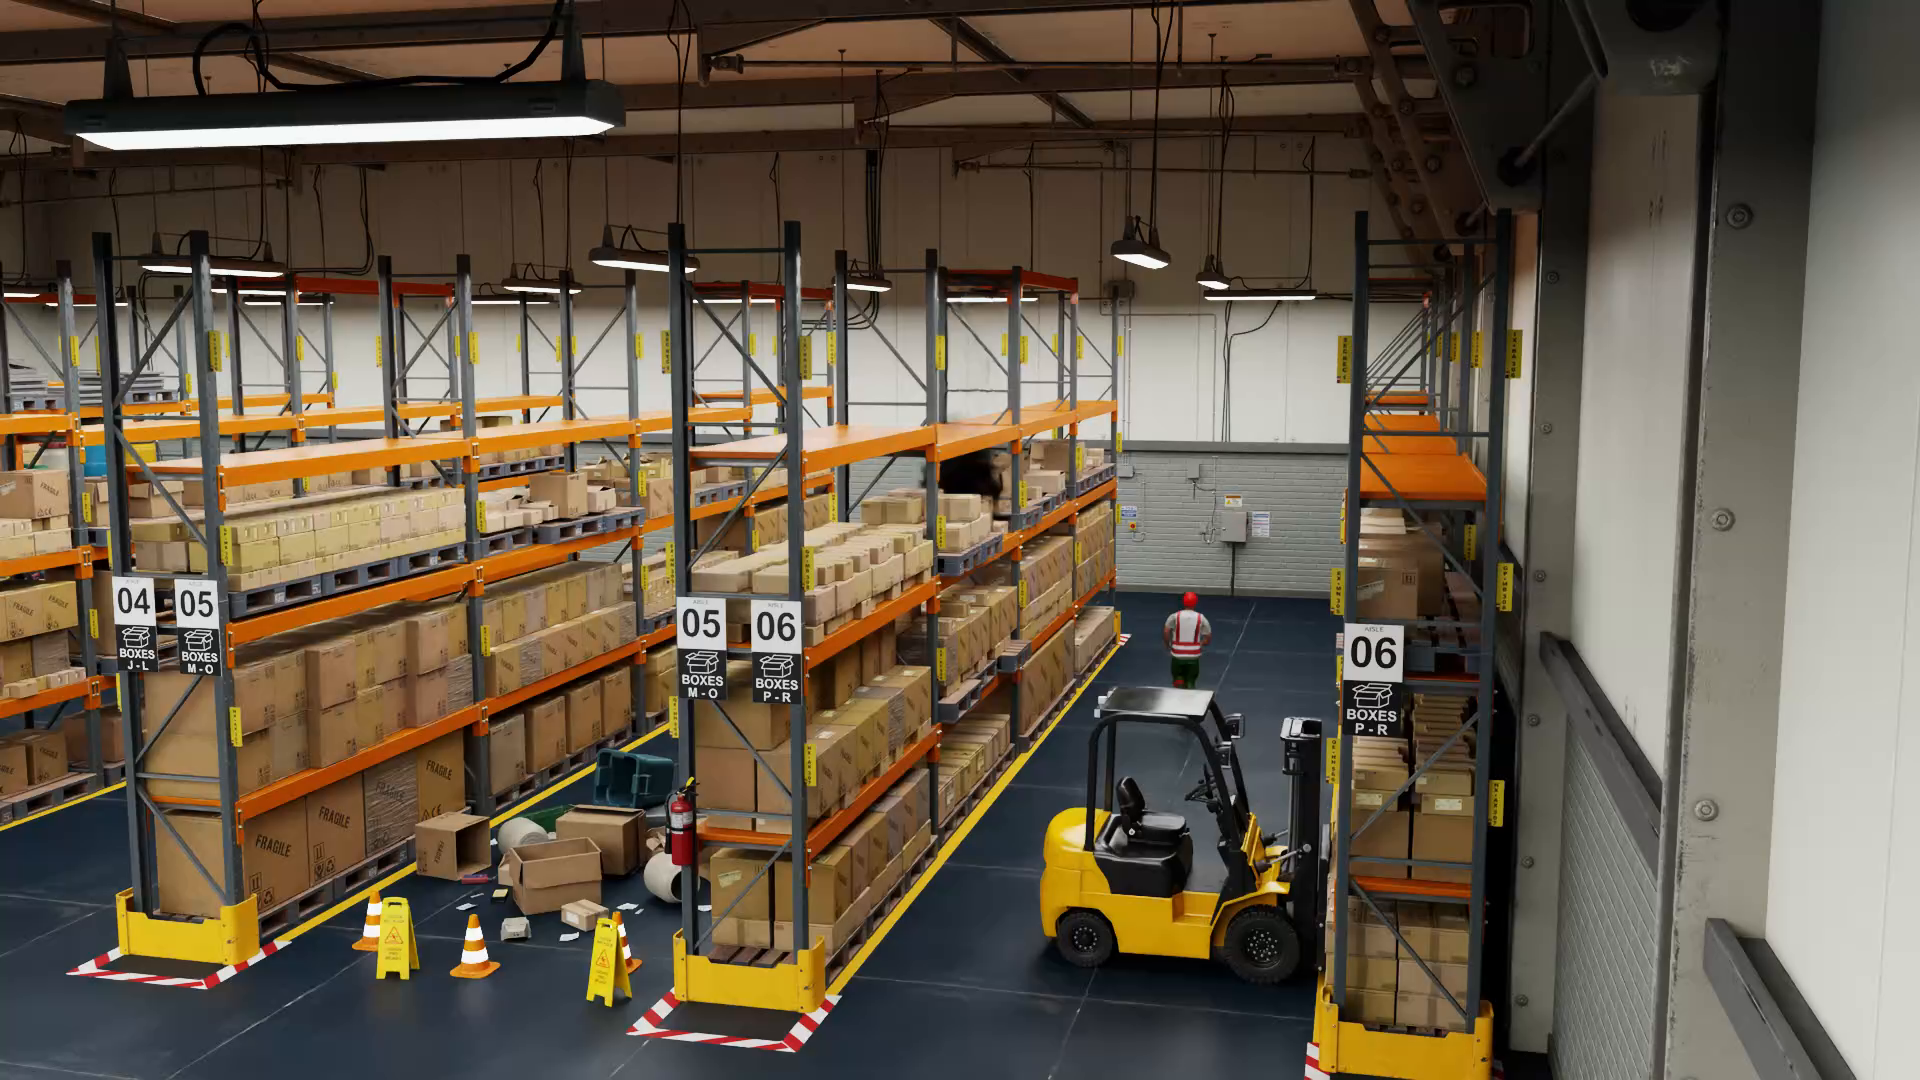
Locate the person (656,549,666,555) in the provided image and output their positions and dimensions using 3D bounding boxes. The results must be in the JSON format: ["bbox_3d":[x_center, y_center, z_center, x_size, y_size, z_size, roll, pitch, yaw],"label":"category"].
[{"bbox_3d":[-4.985,0.966,27.709,0.609,1.656,0.959,2,7,14],"label":"person"}]

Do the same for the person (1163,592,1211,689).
[{"bbox_3d":[3.074,1.555,22.576,0.654,1.744,0.532,1,7,6],"label":"person"}]
